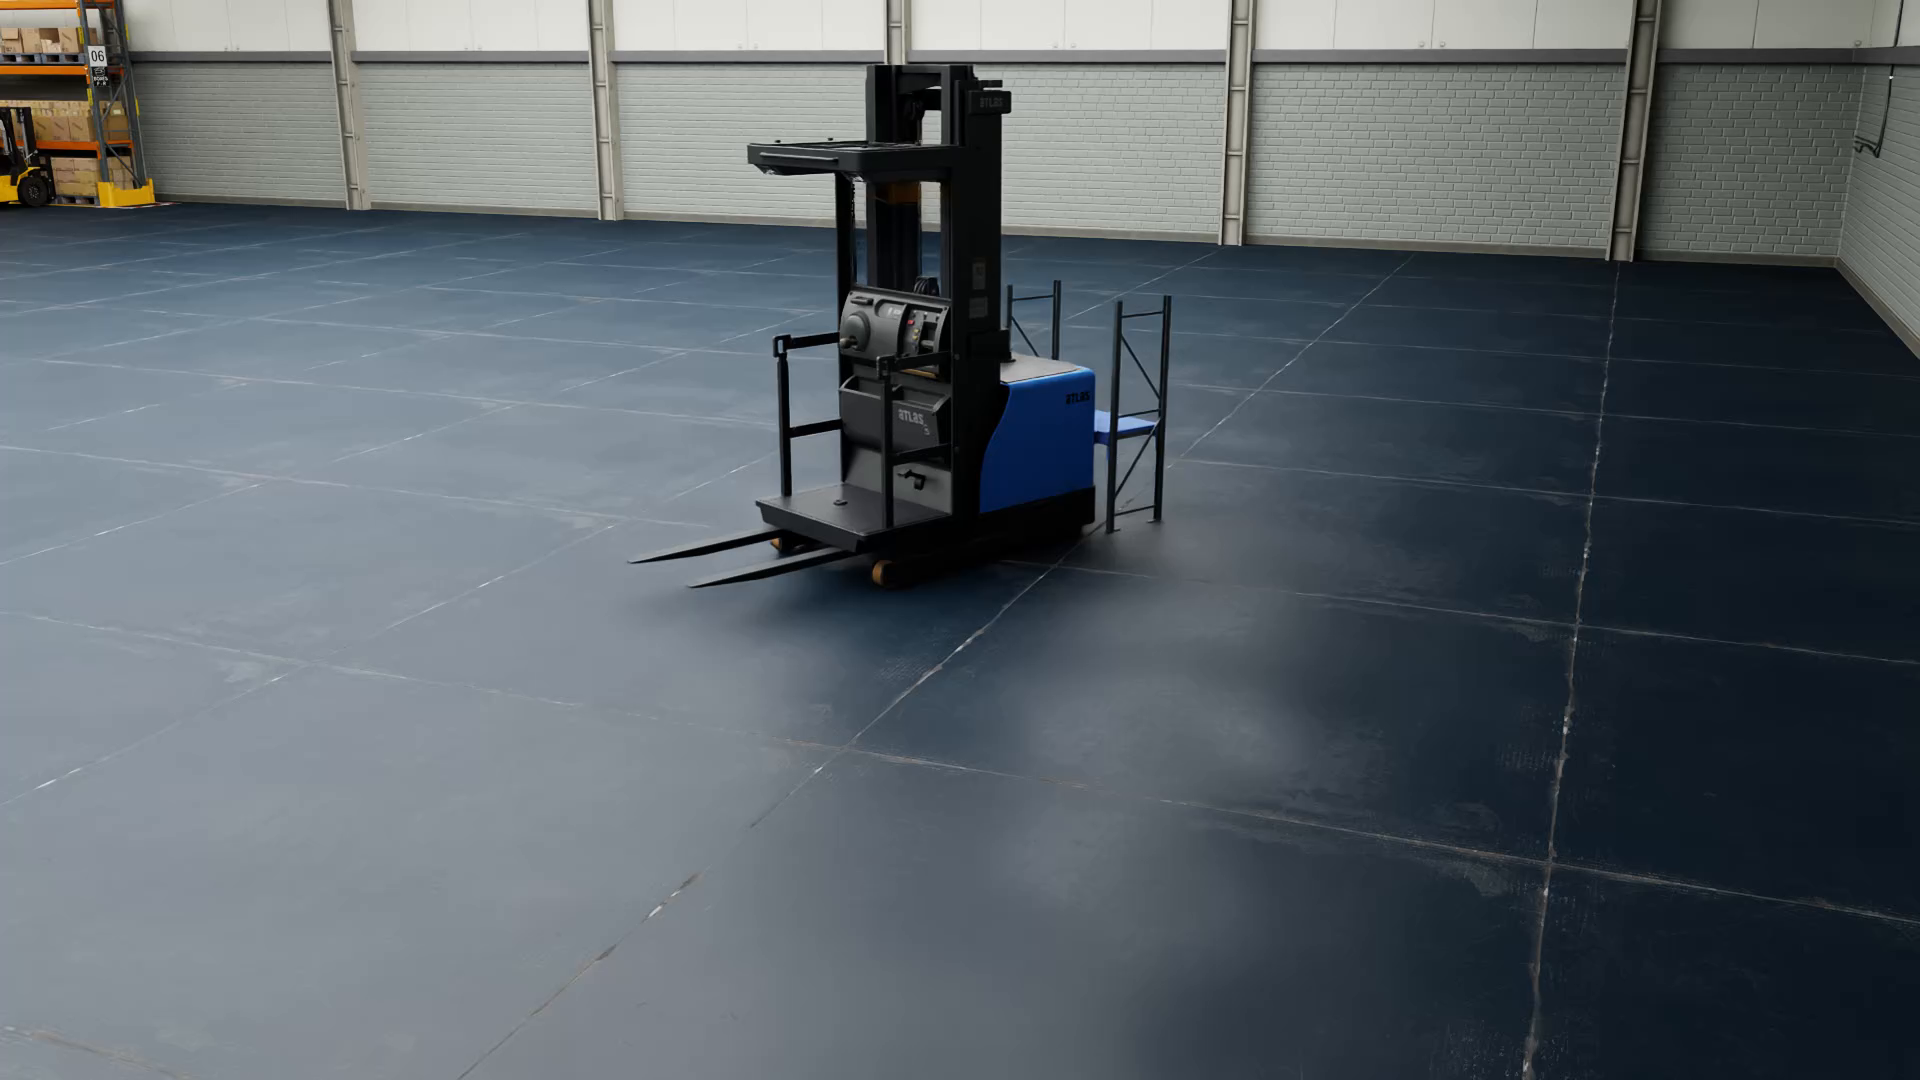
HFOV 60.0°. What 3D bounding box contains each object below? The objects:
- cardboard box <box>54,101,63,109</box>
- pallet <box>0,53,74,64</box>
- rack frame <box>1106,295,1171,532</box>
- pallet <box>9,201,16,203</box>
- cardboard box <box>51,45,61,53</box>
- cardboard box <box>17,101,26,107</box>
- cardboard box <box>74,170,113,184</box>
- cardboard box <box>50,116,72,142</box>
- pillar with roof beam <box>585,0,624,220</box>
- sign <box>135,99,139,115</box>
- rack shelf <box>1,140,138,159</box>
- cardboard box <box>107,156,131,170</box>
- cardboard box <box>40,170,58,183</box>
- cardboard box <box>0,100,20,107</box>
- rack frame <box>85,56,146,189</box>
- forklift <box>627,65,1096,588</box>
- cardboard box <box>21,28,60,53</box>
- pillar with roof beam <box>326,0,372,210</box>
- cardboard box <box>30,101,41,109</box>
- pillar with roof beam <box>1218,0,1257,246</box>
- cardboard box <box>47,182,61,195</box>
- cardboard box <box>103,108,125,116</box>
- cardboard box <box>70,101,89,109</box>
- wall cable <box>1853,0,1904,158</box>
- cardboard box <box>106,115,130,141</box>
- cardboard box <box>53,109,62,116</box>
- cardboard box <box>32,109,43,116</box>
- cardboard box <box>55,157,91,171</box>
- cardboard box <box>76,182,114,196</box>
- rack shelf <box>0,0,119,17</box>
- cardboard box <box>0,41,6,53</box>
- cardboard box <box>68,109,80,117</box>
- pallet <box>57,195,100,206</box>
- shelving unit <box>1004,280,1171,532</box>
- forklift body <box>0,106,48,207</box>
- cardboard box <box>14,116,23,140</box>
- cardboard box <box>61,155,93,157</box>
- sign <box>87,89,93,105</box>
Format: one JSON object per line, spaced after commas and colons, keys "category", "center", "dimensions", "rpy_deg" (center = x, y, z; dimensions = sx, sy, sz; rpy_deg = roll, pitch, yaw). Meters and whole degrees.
{"category": "cardboard box", "center": [-18.613, -9.057, 34.615], "dimensions": [0.250, 0.149, 0.380], "rpy_deg": [6, 17, 21]}
{"category": "pallet", "center": [-19.291, -10.092, 34.836], "dimensions": [1.213, 0.211, 1.003], "rpy_deg": [6, 17, 21]}
{"category": "rack frame", "center": [1.158, -0.817, 10.783], "dimensions": [0.500, 1.500, 0.032], "rpy_deg": [-13, 20, -39]}
{"category": "pallet", "center": [-20.500, -7.469, 36.022], "dimensions": [1.213, 0.211, 1.003], "rpy_deg": [6, 17, 21]}
{"category": "cardboard box", "center": [-18.386, -10.066, 34.106], "dimensions": [0.250, 0.149, 0.380], "rpy_deg": [6, 17, 19]}
{"category": "cardboard box", "center": [-19.571, -9.161, 34.972], "dimensions": [0.250, 0.149, 0.380], "rpy_deg": [6, 17, 21]}
{"category": "cardboard box", "center": [-18.071, -7.581, 34.689], "dimensions": [0.500, 0.250, 0.500], "rpy_deg": [6, 17, 20]}
{"category": "cardboard box", "center": [-18.537, -8.577, 34.657], "dimensions": [0.500, 0.500, 0.500], "rpy_deg": [7, 18, 22]}
{"category": "pillar with roof beam", "center": [-8.237, -9.333, 26.681], "dimensions": [0.400, 9.000, 9.100], "rpy_deg": [6, 17, 21]}
{"category": "sign", "center": [-17.295, -9.088, 34.903], "dimensions": [0.005, 0.325, 0.100], "rpy_deg": [6, 17, 21]}
{"category": "rack shelf", "center": [-19.364, -8.350, 35.346], "dimensions": [4.000, 0.370, 1.077], "rpy_deg": [6, 17, 21]}
{"category": "cardboard box", "center": [-17.882, -7.951, 35.065], "dimensions": [0.500, 0.250, 0.500], "rpy_deg": [6, 17, 20]}
{"category": "cardboard box", "center": [-19.022, -7.682, 35.038], "dimensions": [0.500, 0.250, 0.500], "rpy_deg": [6, 17, 19]}
{"category": "cardboard box", "center": [-20.067, -9.193, 35.084], "dimensions": [0.250, 0.149, 0.380], "rpy_deg": [6, 17, 20]}
{"category": "rack frame", "center": [-17.504, -8.491, 34.541], "dimensions": [0.127, 3.000, 1.000], "rpy_deg": [6, 17, 21]}
{"category": "forklift", "center": [-0.552, -1.290, 9.859], "dimensions": [3.031, 2.935, 1.130], "rpy_deg": [-14, 21, -40]}
{"category": "cardboard box", "center": [-18.921, -10.342, 34.425], "dimensions": [0.500, 0.500, 0.700], "rpy_deg": [6, 17, 21]}
{"category": "pillar with roof beam", "center": [-13.819, -9.947, 28.795], "dimensions": [0.400, 9.000, 9.100], "rpy_deg": [6, 17, 21]}
{"category": "cardboard box", "center": [-19.138, -9.080, 34.693], "dimensions": [0.250, 0.149, 0.380], "rpy_deg": [7, 17, 22]}
{"category": "pillar with roof beam", "center": [2.926, -8.105, 22.453], "dimensions": [0.400, 9.000, 9.100], "rpy_deg": [6, 17, 21]}
{"category": "cardboard box", "center": [-18.978, -7.445, 35.117], "dimensions": [0.500, 0.250, 0.500], "rpy_deg": [6, 17, 21]}
{"category": "cardboard box", "center": [-17.724, -8.952, 34.788], "dimensions": [0.250, 0.149, 0.380], "rpy_deg": [6, 17, 19]}
{"category": "cardboard box", "center": [-18.155, -8.992, 34.392], "dimensions": [0.250, 0.149, 0.380], "rpy_deg": [6, 17, 21]}
{"category": "wall cable", "center": [12.342, -6.473, 22.398], "dimensions": [0.112, 2.526, 3.097], "rpy_deg": [6, 17, 21]}
{"category": "cardboard box", "center": [-17.863, -8.662, 34.950], "dimensions": [0.500, 0.500, 0.500], "rpy_deg": [7, 18, 22]}
{"category": "cardboard box", "center": [-18.623, -8.902, 34.616], "dimensions": [0.250, 0.149, 0.380], "rpy_deg": [6, 17, 20]}
{"category": "cardboard box", "center": [-19.131, -8.938, 34.739], "dimensions": [0.250, 0.149, 0.380], "rpy_deg": [6, 17, 21]}
{"category": "cardboard box", "center": [-18.524, -7.869, 34.785], "dimensions": [0.500, 0.250, 0.500], "rpy_deg": [7, 17, 22]}
{"category": "cardboard box", "center": [-18.057, -7.338, 34.749], "dimensions": [0.500, 0.250, 0.500], "rpy_deg": [6, 17, 21]}
{"category": "rack shelf", "center": [-19.364, -11.039, 34.566], "dimensions": [4.000, 0.370, 1.077], "rpy_deg": [6, 17, 21]}
{"category": "cardboard box", "center": [-19.956, -10.295, 34.684], "dimensions": [0.258, 0.266, 0.396], "rpy_deg": [6, 17, 19]}
{"category": "cardboard box", "center": [-18.178, -8.832, 34.372], "dimensions": [0.250, 0.149, 0.380], "rpy_deg": [7, 17, 22]}
{"category": "pallet", "center": [-18.231, -7.219, 35.162], "dimensions": [1.213, 0.211, 1.003], "rpy_deg": [6, 17, 21]}
{"category": "shelving unit", "center": [0.824, -0.924, 11.151], "dimensions": [0.538, 1.500, 1.048], "rpy_deg": [-13, 20, -39]}
{"category": "forklift body", "center": [-19.937, -7.804, 33.698], "dimensions": [1.214, 2.155, 2.313], "rpy_deg": [6, 17, 21]}
{"category": "cardboard box", "center": [-19.486, -8.678, 35.005], "dimensions": [0.500, 0.500, 0.500], "rpy_deg": [6, 17, 21]}
{"category": "cardboard box", "center": [-18.809, -8.055, 35.424], "dimensions": [0.500, 0.250, 0.500], "rpy_deg": [6, 17, 20]}
{"category": "sign", "center": [-17.716, -9.021, 33.867], "dimensions": [0.005, 0.325, 0.100], "rpy_deg": [6, 17, 21]}
